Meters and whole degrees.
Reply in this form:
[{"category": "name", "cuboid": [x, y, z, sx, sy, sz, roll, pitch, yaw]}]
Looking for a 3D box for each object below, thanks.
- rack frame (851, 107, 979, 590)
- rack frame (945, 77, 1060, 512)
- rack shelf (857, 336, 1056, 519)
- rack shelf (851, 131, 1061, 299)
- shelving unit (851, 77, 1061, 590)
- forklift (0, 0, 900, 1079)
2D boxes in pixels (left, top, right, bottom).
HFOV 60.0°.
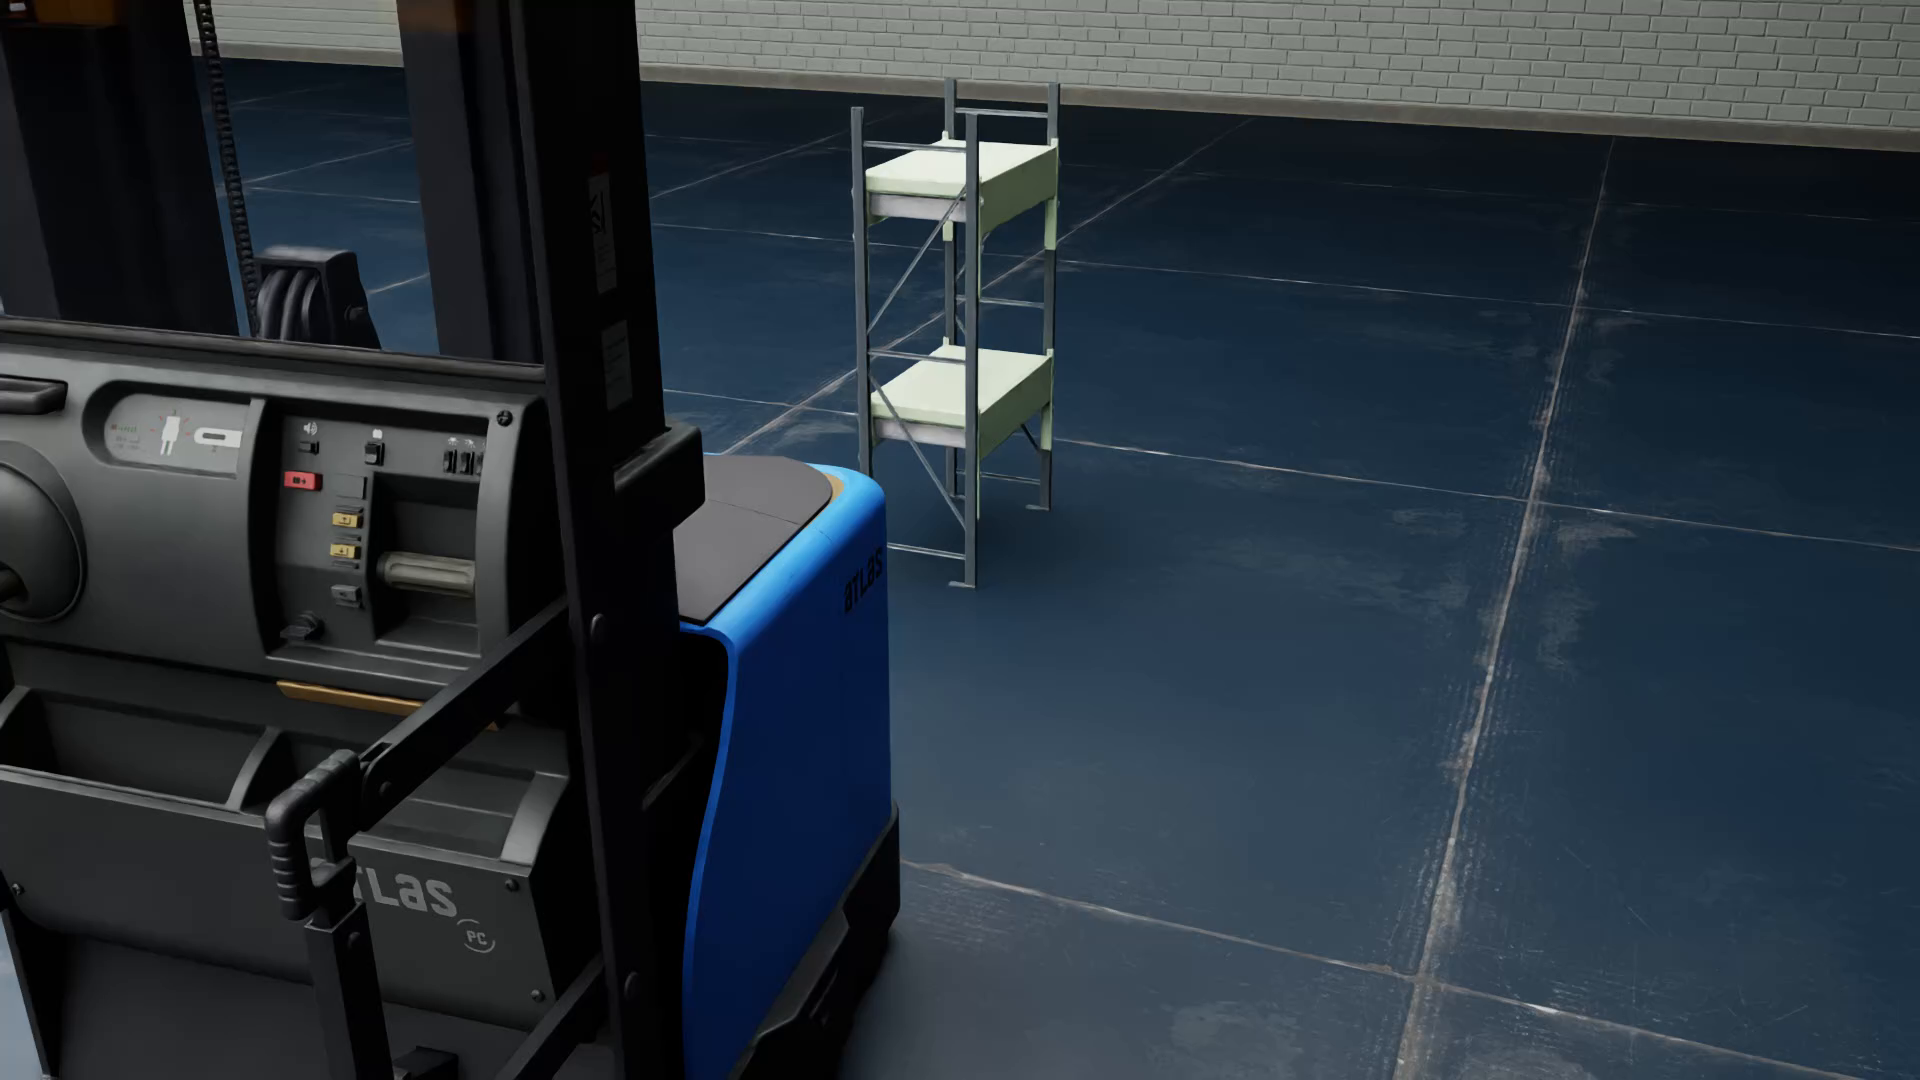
[{"category": "rack frame", "cuboid": [-0.133, -0.563, 5.153, 0.400, 1.500, 0.023, 9, 24, 20]}, {"category": "rack frame", "cuboid": [0.138, -0.825, 5.780, 0.400, 1.500, 0.023, 9, 24, 20]}, {"category": "rack shelf", "cuboid": [0.002, -0.394, 5.592, 0.431, 0.370, 0.720, 9, 24, 20]}, {"category": "rack shelf", "cuboid": [0.002, -1.055, 5.316, 0.431, 0.370, 0.720, 9, 24, 20]}, {"category": "shelving unit", "cuboid": [0.002, -0.694, 5.467, 0.431, 1.500, 0.755, 9, 24, 20]}, {"category": "forklift", "cuboid": [-1.043, -0.012, 1.976, 1.130, 2.935, 3.031, 7, 24, 15]}]
